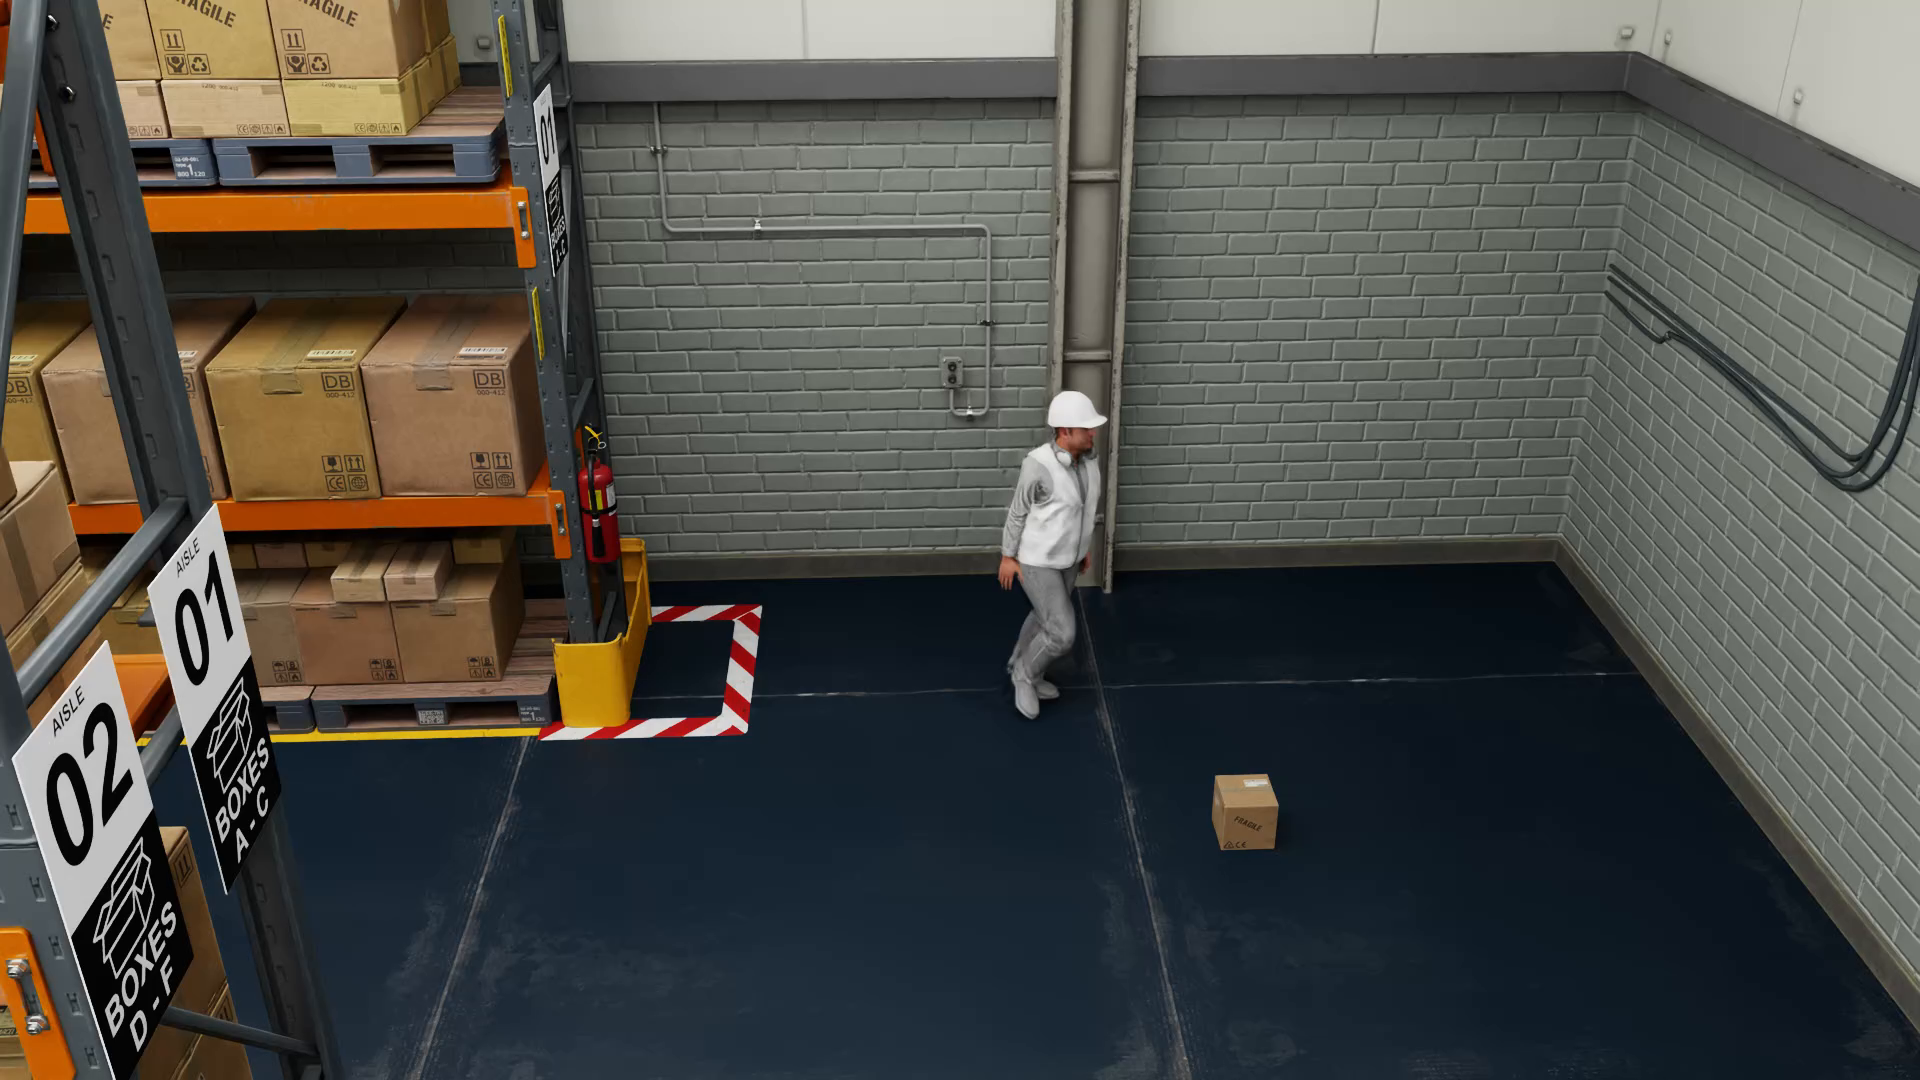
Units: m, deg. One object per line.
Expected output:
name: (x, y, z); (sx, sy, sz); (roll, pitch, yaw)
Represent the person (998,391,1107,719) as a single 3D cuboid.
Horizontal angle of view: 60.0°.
person: (0.472, 0.054, 8.446); (0.525, 1.756, 0.566); (21, 34, 35)
